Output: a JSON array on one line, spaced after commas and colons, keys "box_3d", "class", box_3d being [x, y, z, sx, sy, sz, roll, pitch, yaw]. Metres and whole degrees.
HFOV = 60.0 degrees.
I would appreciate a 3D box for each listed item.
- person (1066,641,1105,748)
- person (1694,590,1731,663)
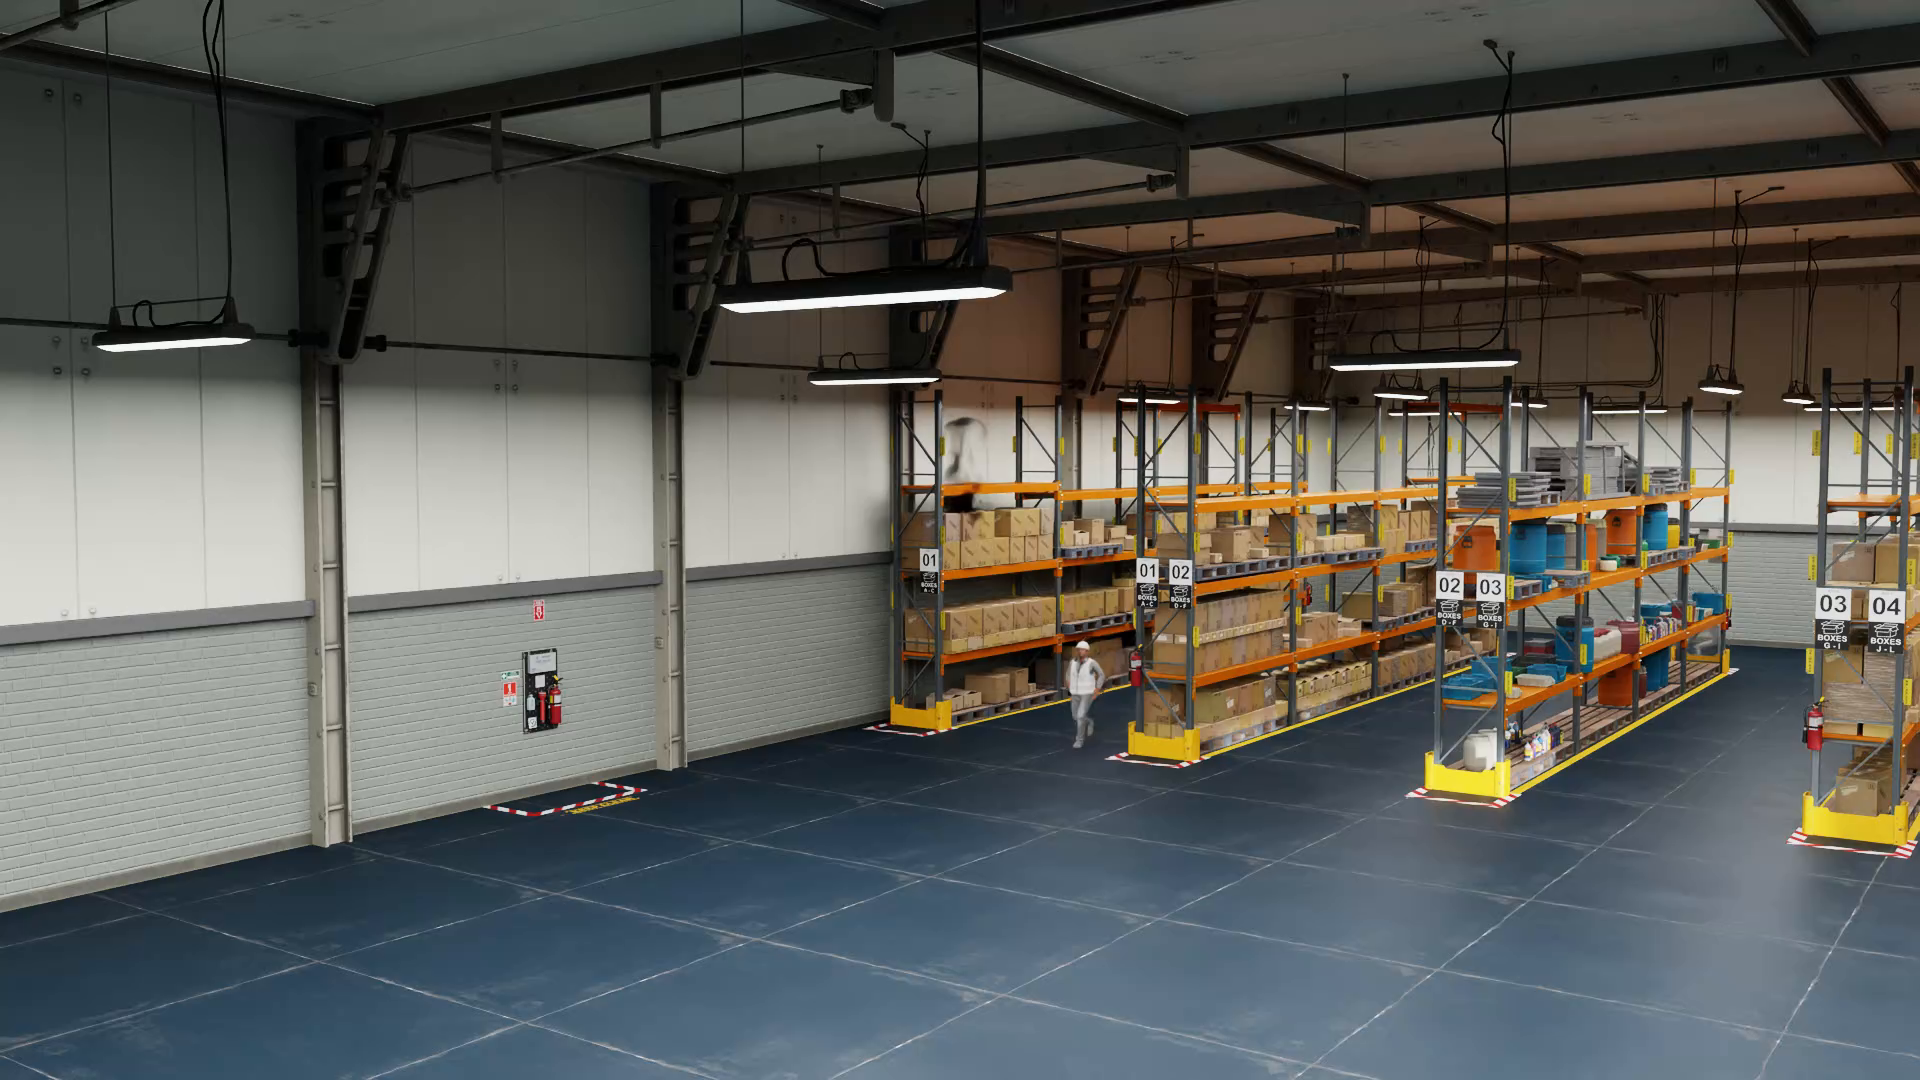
[{"box_3d": [2.071, 2.573, 27.906, 0.697, 1.766, 0.749, 2, 4, 35], "class": "person"}, {"box_3d": [17.587, 1.999, 38.756, 0.586, 1.702, 0.792, -3, 4, -42], "class": "person"}]
